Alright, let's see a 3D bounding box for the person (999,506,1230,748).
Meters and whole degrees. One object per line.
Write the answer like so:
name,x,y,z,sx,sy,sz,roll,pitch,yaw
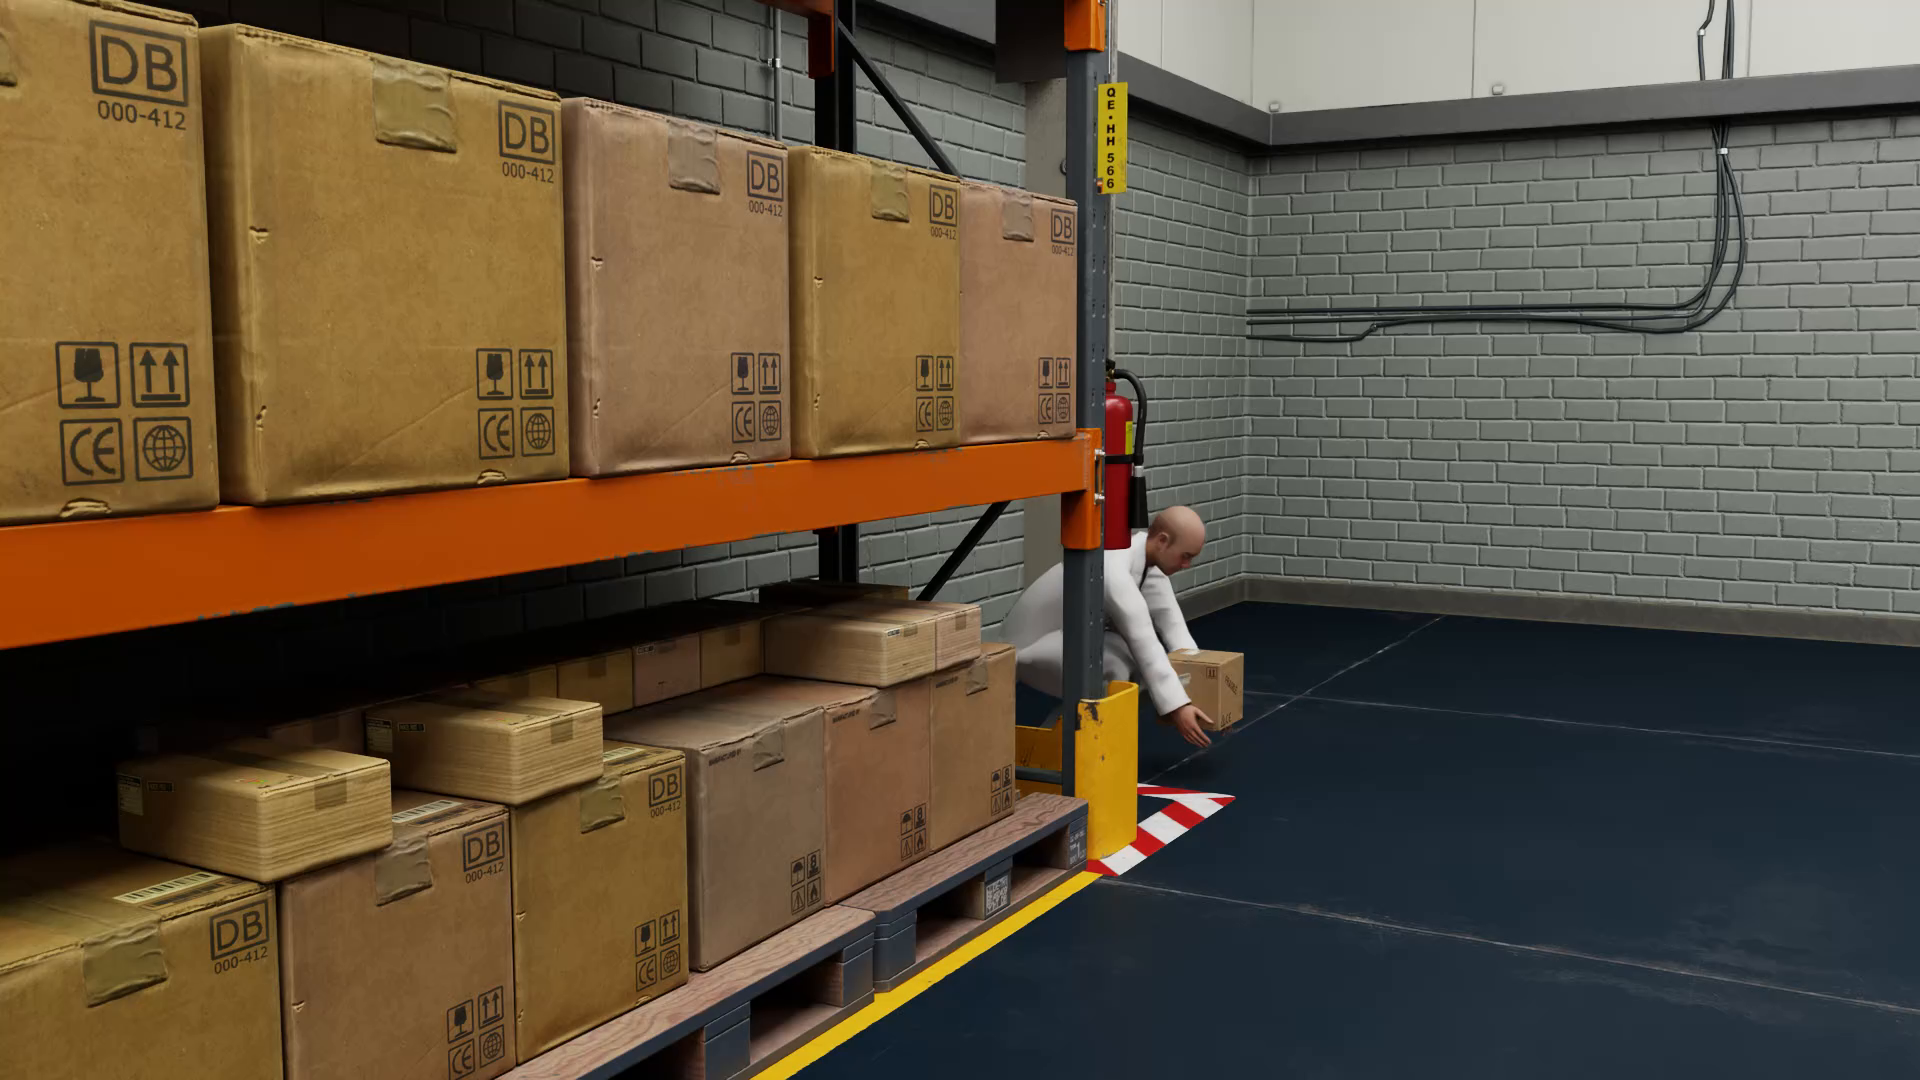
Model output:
person,0.589,0.372,6.346,0.920,0.988,0.581,3,7,28
